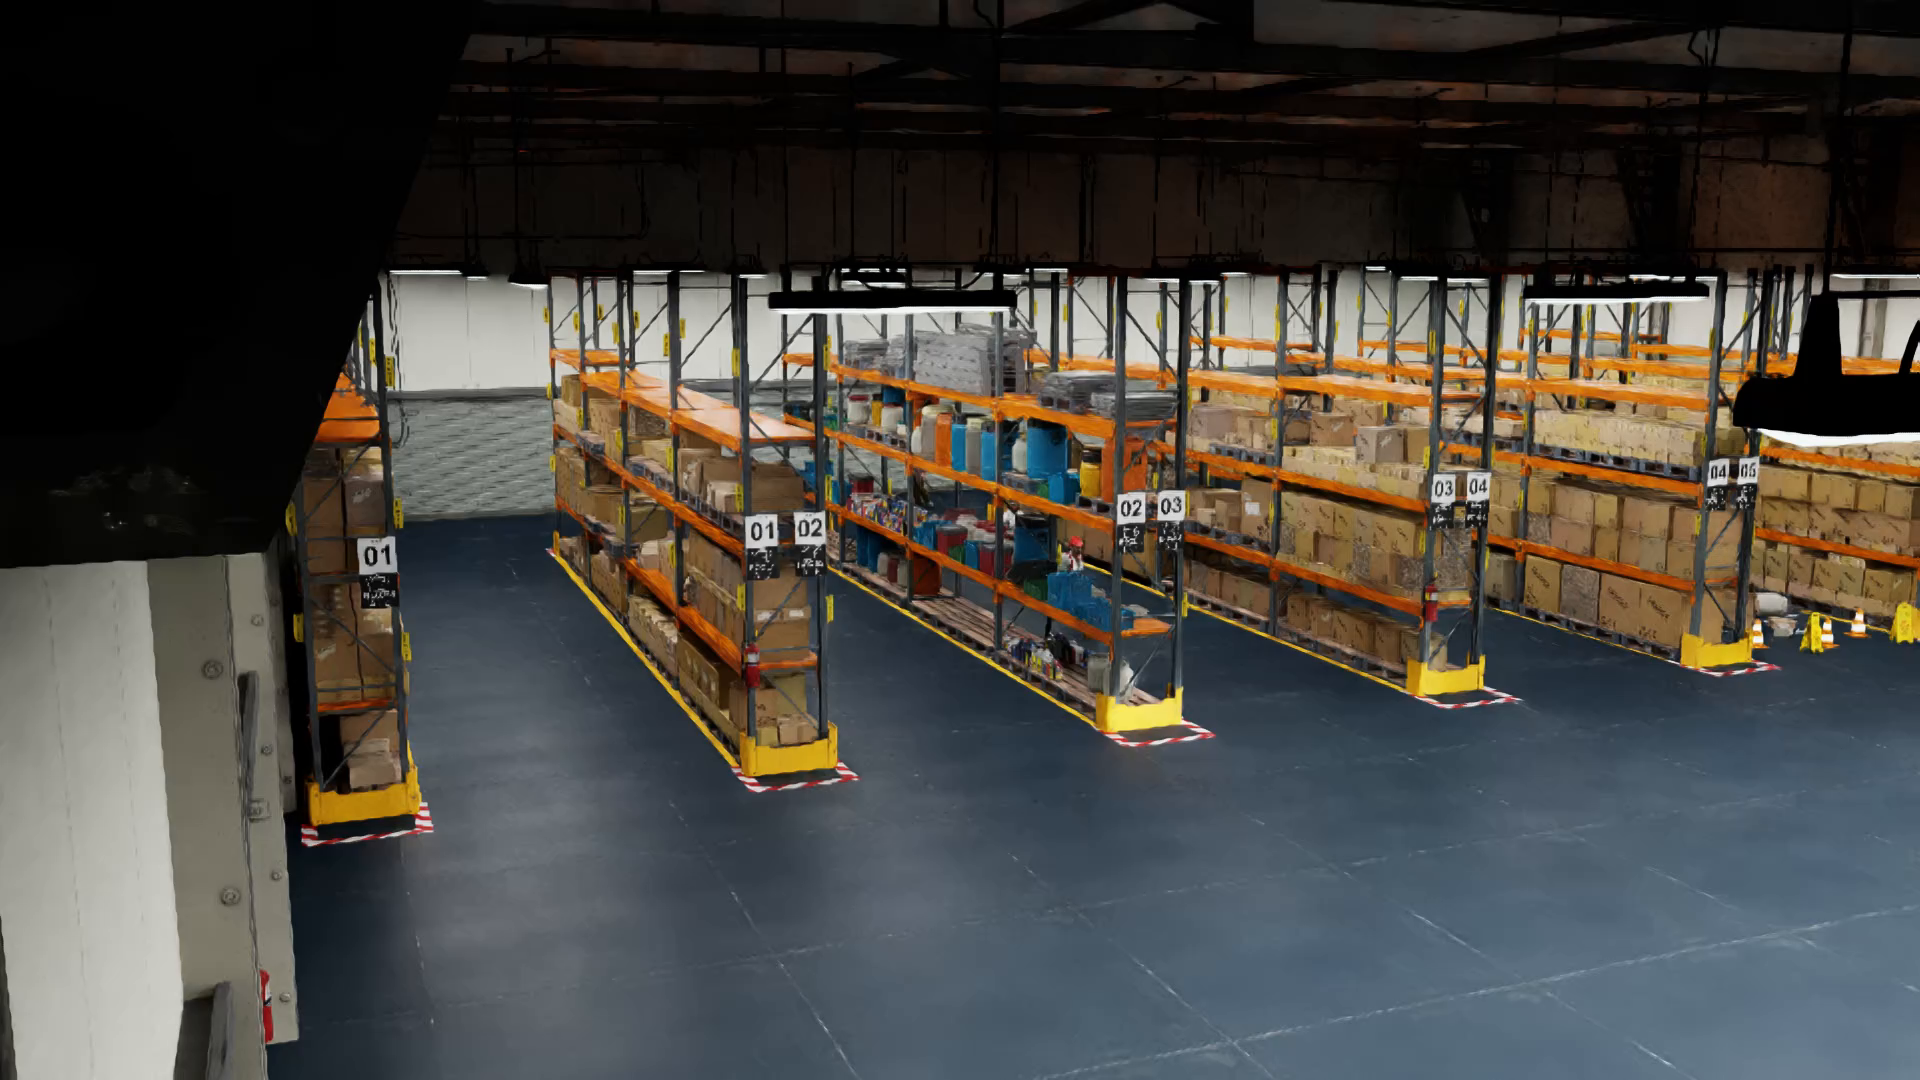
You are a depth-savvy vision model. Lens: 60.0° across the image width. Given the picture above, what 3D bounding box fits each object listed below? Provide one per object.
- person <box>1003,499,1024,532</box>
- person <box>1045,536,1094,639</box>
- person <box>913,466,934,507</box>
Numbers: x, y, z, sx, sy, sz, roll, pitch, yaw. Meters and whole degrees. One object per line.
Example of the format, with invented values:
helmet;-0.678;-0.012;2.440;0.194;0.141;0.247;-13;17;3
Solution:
person;0.998;-0.032;32.177;0.592;1.629;0.531;-4;11;-24
person;1.805;0.771;27.197;0.677;1.715;0.824;-8;13;-39
person;-1.010;-1.660;40.976;0.759;1.771;0.529;7;12;34
